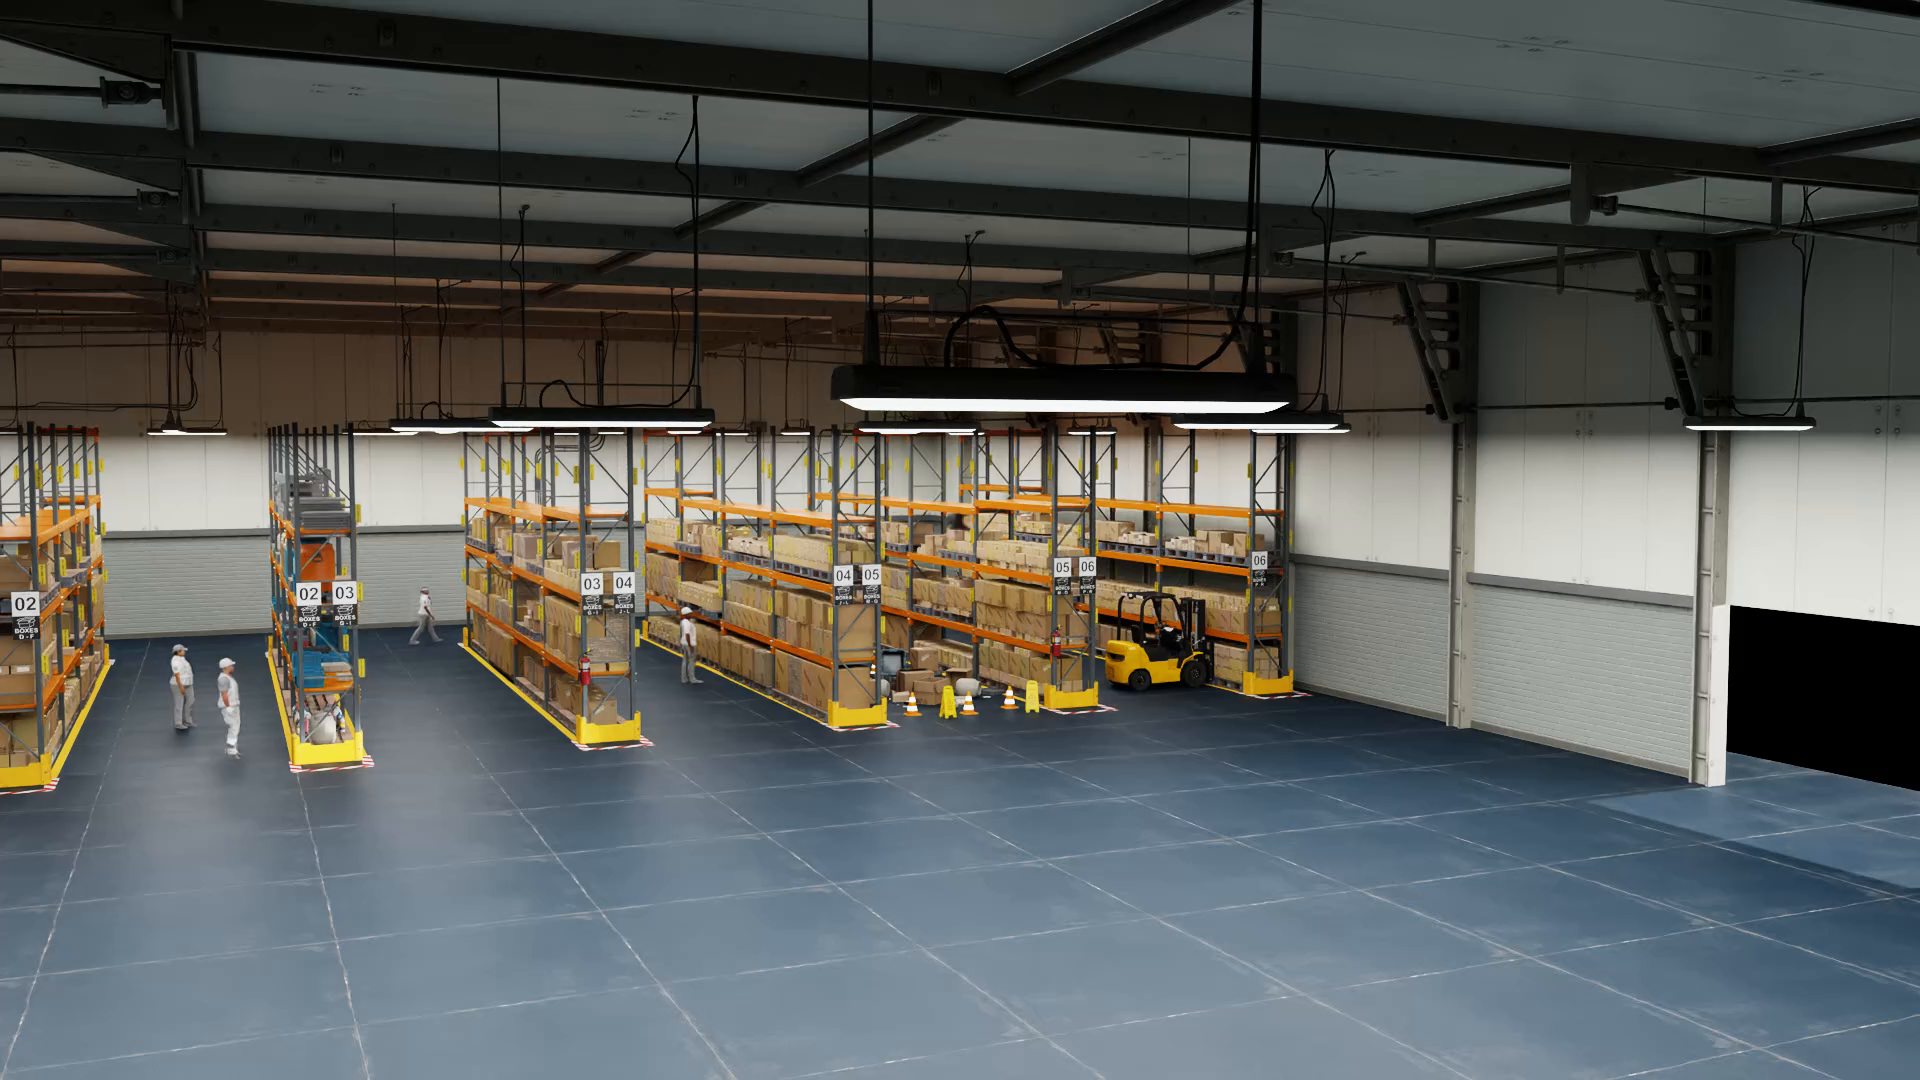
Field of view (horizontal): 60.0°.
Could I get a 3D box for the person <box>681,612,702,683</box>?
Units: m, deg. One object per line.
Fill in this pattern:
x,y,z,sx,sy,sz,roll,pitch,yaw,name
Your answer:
-6.326,2.482,38.983,0.469,1.733,0.590,-2,4,-34,person

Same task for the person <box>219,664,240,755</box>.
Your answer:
-13.134,3.008,29.903,0.406,1.681,0.518,0,3,3,person

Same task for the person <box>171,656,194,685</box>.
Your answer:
-15.394,2.570,32.868,0.393,0.576,0.517,0,4,7,person

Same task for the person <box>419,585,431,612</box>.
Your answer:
-14.869,1.678,46.250,0.365,0.824,0.391,-3,4,-36,person
